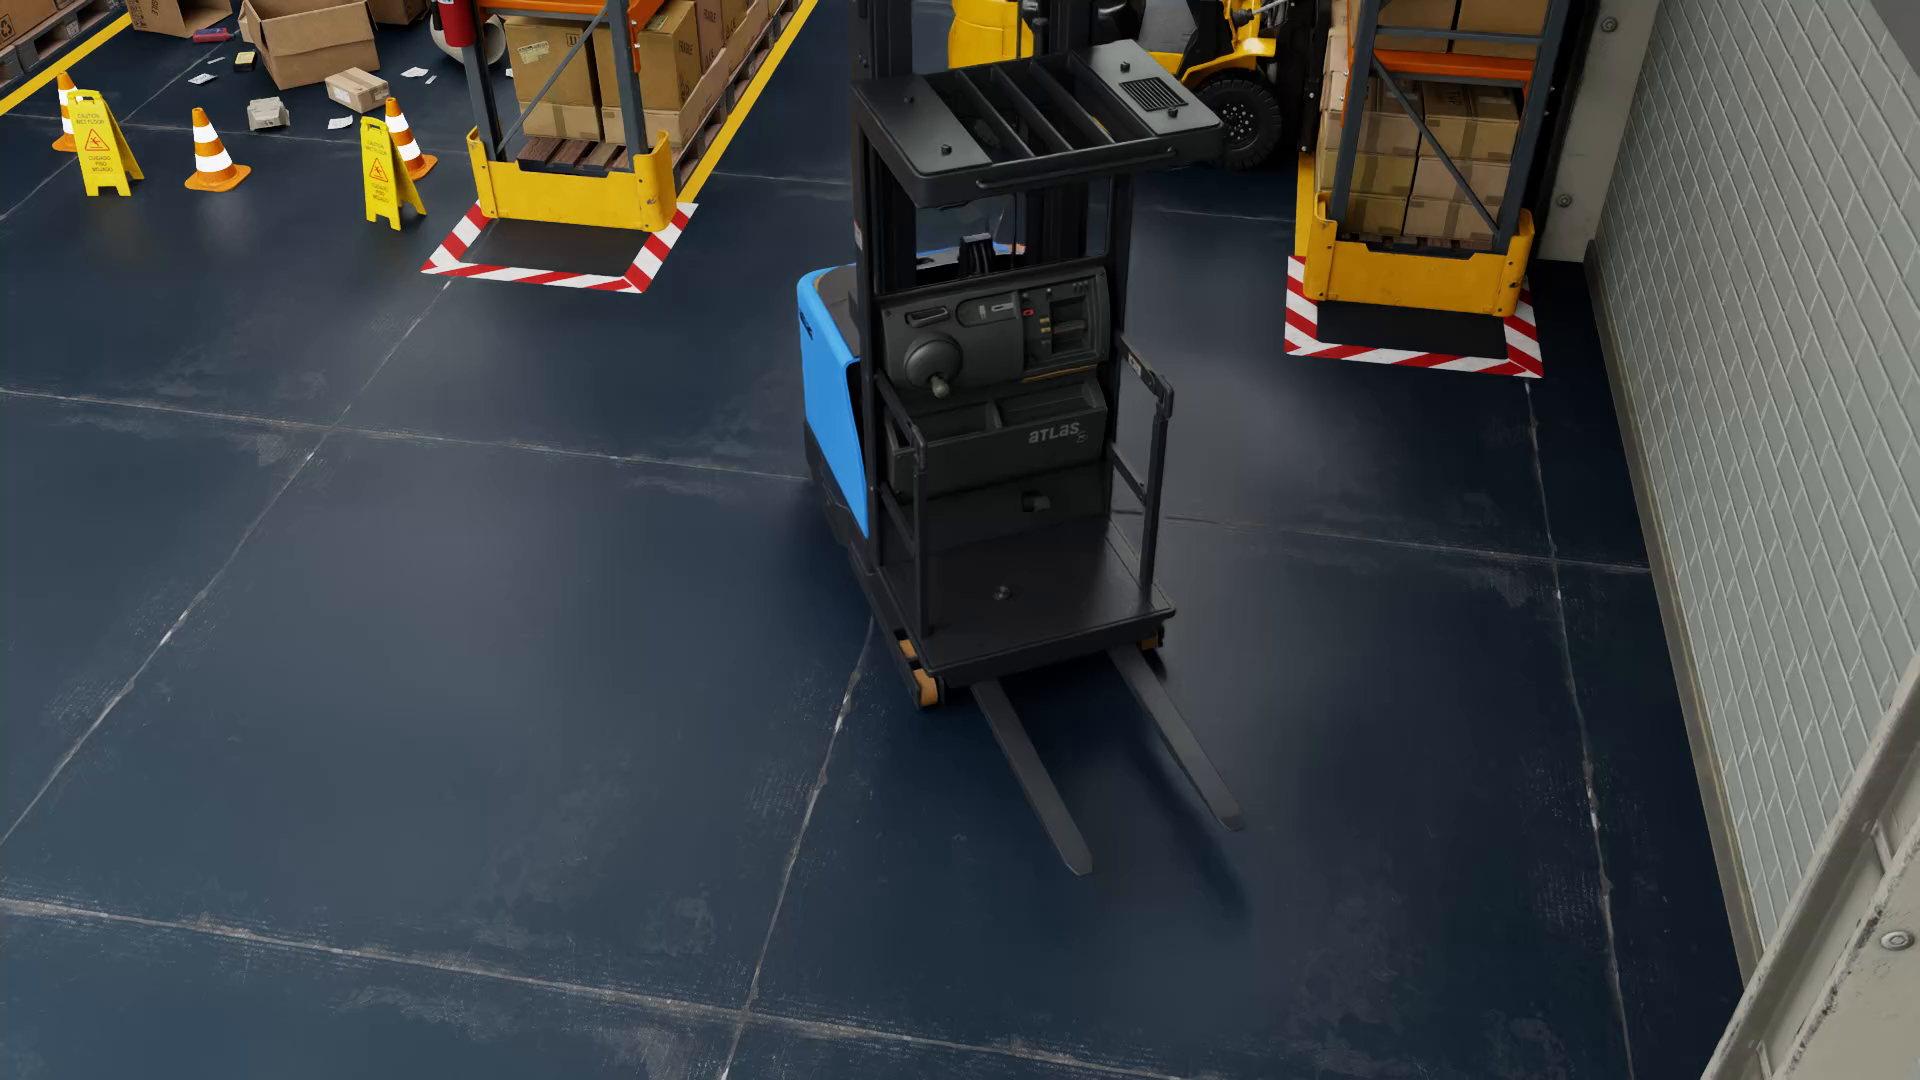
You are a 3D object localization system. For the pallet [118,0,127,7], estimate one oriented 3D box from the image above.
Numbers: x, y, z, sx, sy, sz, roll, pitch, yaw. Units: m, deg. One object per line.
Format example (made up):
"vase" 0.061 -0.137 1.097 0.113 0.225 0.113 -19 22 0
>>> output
"pallet" -6.751 -4.572 13.115 1.003 0.211 1.213 6 40 8

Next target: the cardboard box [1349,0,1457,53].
"cardboard box" 2.375 -2.954 8.891 0.500 0.500 0.500 6 40 7

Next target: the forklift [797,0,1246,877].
"forklift" 0.224 -0.734 6.338 1.130 2.935 3.031 -13 41 -15

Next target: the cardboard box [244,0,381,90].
"cardboard box" -4.531 -3.542 11.640 0.797 0.503 0.637 -20 44 -23

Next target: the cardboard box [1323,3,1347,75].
"cardboard box" 2.481 -3.028 10.102 0.500 0.250 0.500 7 40 8

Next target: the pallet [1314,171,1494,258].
"pallet" 2.639 -1.988 9.989 1.003 0.211 1.213 6 40 8

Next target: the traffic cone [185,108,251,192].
"traffic cone" -4.689 -2.466 10.370 0.336 0.463 0.334 6 40 8

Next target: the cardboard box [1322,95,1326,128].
"cardboard box" 2.422 -2.526 9.888 0.500 0.250 0.500 6 40 7

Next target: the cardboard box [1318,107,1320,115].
"cardboard box" 2.577 -2.962 10.807 0.500 0.250 0.500 8 40 9

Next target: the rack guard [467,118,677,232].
"rack guard" -2.328 -2.207 10.028 1.175 0.500 0.348 6 40 8

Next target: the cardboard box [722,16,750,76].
"cardboard box" -1.752 -3.364 11.293 0.500 0.250 0.500 9 40 11

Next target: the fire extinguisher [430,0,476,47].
"fire extinguisher" -2.815 -3.072 9.173 0.296 0.674 0.183 6 40 8

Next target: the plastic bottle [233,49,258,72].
"plastic bottle" -5.083 -3.419 11.837 0.133 0.061 0.283 -6 40 -8

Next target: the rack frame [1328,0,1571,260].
"rack frame" 2.548 -2.578 8.514 1.000 3.000 0.127 6 40 8

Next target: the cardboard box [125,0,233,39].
"cardboard box" -5.800 -4.066 12.274 0.500 0.500 0.500 13 41 15

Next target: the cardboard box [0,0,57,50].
"cardboard box" -7.032 -3.934 11.492 0.875 0.875 0.875 6 40 7

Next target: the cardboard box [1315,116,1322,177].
"cardboard box" 2.414 -2.321 10.032 0.500 0.250 0.500 6 40 8

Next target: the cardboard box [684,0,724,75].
"cardboard box" -1.840 -3.334 10.668 0.500 0.500 0.500 5 40 6

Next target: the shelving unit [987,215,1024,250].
"shelving unit" 0.237 -1.079 8.231 0.252 1.050 0.215 7 40 9

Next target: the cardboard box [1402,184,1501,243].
"cardboard box" 2.826 -1.967 9.603 0.500 0.250 0.500 7 40 8

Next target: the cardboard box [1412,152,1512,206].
"cardboard box" 2.834 -2.145 9.426 0.500 0.250 0.500 7 40 8

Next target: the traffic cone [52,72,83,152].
"traffic cone" -5.744 -2.804 10.779 0.336 0.463 0.334 6 40 8

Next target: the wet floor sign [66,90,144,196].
"wet floor sign" -5.289 -2.462 10.221 0.267 0.644 0.232 0 40 0

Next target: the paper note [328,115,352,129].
"paper note" -4.138 -2.792 11.102 0.148 0.019 0.142 -6 40 -8

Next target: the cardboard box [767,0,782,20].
"cardboard box" -1.569 -4.000 12.062 0.500 0.250 0.500 5 40 6

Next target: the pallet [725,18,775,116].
"pallet" -1.939 -3.365 11.655 1.003 0.211 1.213 6 40 8

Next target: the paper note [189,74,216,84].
"paper note" -5.298 -3.231 11.636 0.144 0.017 0.142 20 44 23

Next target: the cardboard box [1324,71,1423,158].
"cardboard box" 2.321 -2.389 9.329 0.500 0.250 0.500 8 40 9

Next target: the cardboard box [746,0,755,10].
"cardboard box" -1.661 -3.984 11.454 0.500 0.500 0.500 8 40 10

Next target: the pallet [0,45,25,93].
"pallet" -7.173 -3.041 11.263 1.003 0.211 1.213 6 40 8

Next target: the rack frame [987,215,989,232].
"rack frame" 0.117 -1.094 8.250 0.008 1.050 0.200 7 40 9

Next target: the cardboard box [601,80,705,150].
"cardboard box" -1.929 -2.701 10.491 0.500 0.250 0.500 6 40 7

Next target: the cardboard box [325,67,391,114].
"cardboard box" -4.104 -3.069 11.346 0.380 0.149 0.250 28 47 30

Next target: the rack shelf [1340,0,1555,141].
"rack shelf" 2.894 -3.556 10.262 1.077 0.370 4.000 6 40 8

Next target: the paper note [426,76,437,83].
"paper note" -3.702 -3.223 11.640 0.032 0.001 0.123 6 40 8

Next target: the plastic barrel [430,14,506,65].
"plastic barrel" -3.475 -3.593 11.764 0.421 0.421 0.512 -28 47 -30
